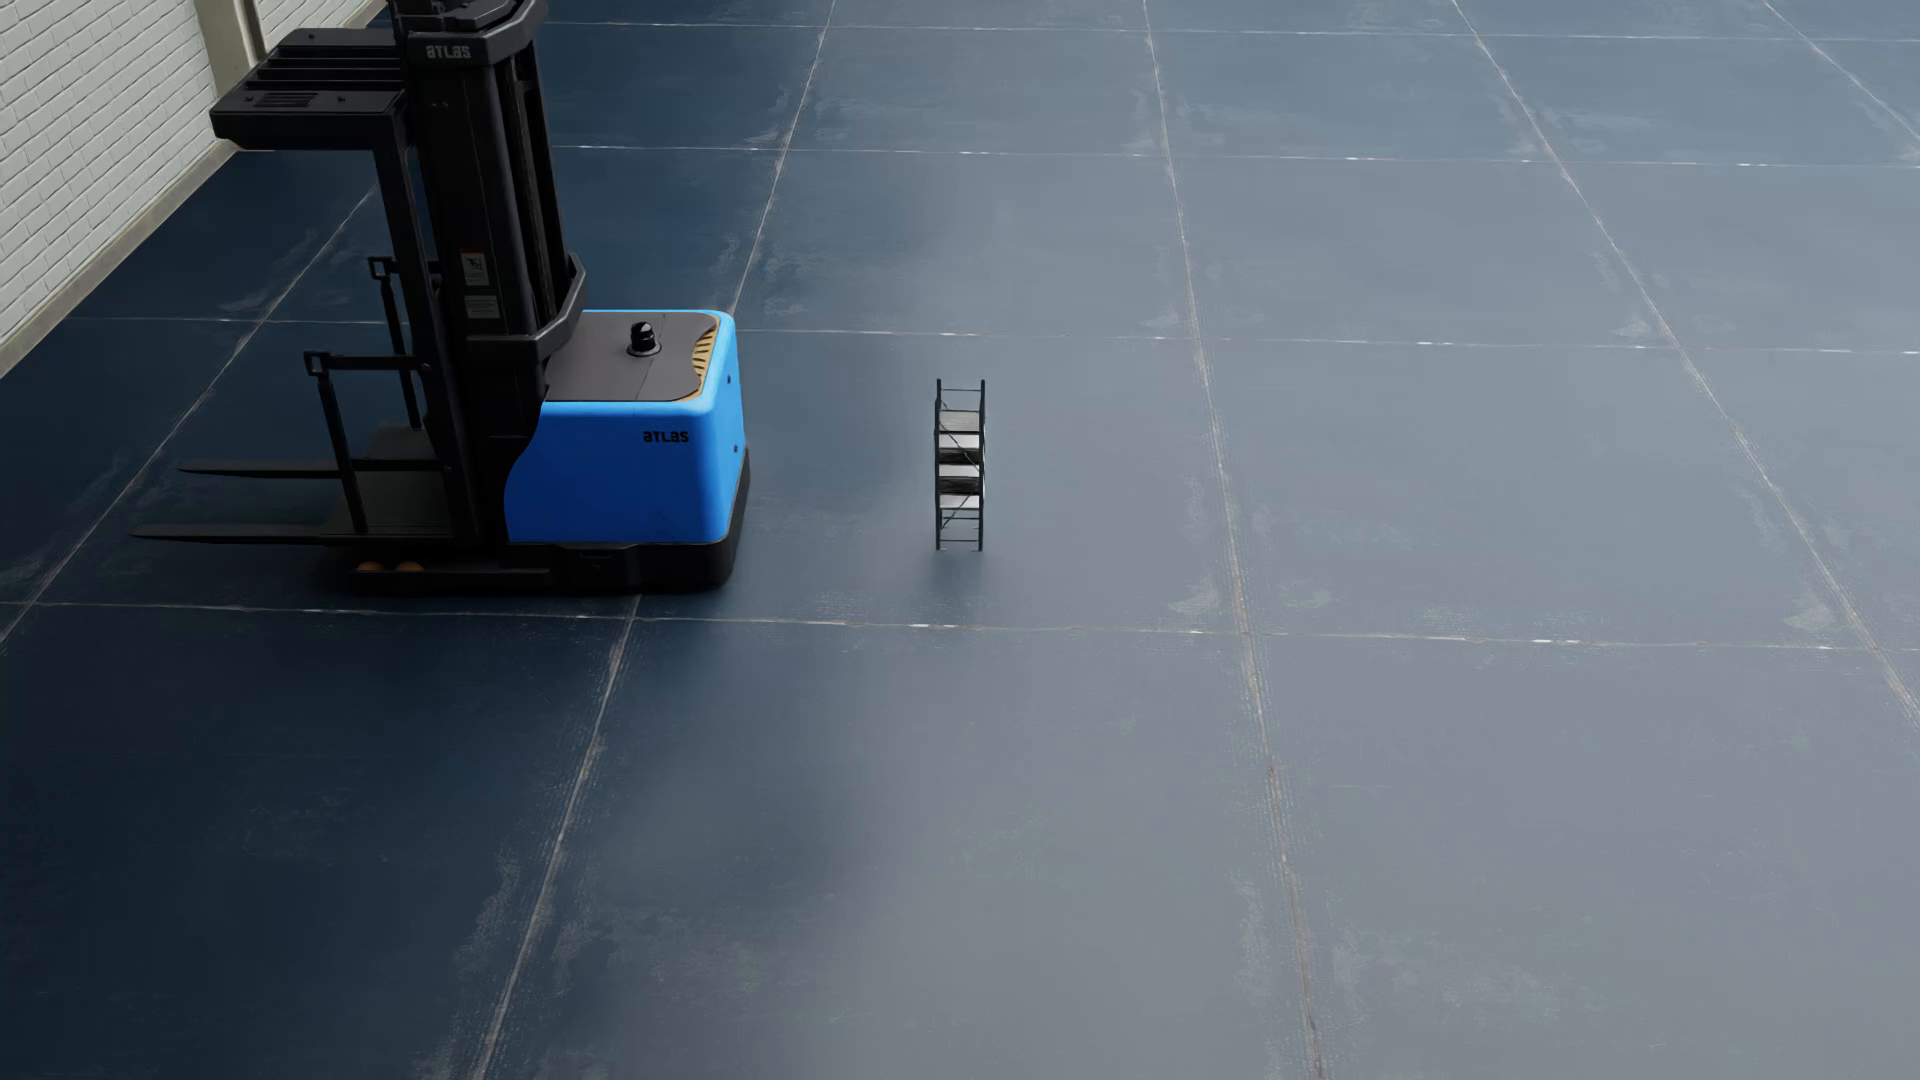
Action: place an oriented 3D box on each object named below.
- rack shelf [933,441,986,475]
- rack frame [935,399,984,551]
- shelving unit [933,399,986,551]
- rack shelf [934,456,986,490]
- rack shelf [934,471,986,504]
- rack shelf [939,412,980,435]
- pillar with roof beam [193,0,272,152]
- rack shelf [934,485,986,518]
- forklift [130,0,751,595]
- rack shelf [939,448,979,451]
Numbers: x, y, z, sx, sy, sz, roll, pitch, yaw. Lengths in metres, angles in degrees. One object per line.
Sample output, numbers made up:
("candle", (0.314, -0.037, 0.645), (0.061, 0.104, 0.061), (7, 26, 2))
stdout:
("rack shelf", (0.000, -0.419, 8.411), (0.258, 0.077, 0.200), (1, 35, 2))
("rack frame", (-0.004, -0.314, 8.360), (0.240, 0.900, 0.006), (1, 35, 2))
("shelving unit", (0.000, -0.371, 8.442), (0.258, 0.900, 0.205), (1, 35, 2))
("rack shelf", (0.000, -0.346, 8.463), (0.258, 0.077, 0.200), (1, 35, 2))
("rack shelf", (0.000, -0.272, 8.515), (0.258, 0.077, 0.200), (1, 35, 2))
("rack shelf", (0.000, -0.583, 8.296), (0.221, 0.026, 0.190), (1, 35, 2))
("pillar with roof beam", (-1.244, -6.743, 10.464), (9.100, 9.000, 0.400), (1, 35, 2))
("rack shelf", (0.000, -0.198, 8.566), (0.258, 0.077, 0.200), (1, 35, 2))
("forklift", (-2.655, -1.204, 7.915), (3.031, 2.867, 1.129), (0, 35, 0))
("rack shelf", (0.000, -0.505, 8.351), (0.199, 0.015, 0.184), (1, 35, 2))
